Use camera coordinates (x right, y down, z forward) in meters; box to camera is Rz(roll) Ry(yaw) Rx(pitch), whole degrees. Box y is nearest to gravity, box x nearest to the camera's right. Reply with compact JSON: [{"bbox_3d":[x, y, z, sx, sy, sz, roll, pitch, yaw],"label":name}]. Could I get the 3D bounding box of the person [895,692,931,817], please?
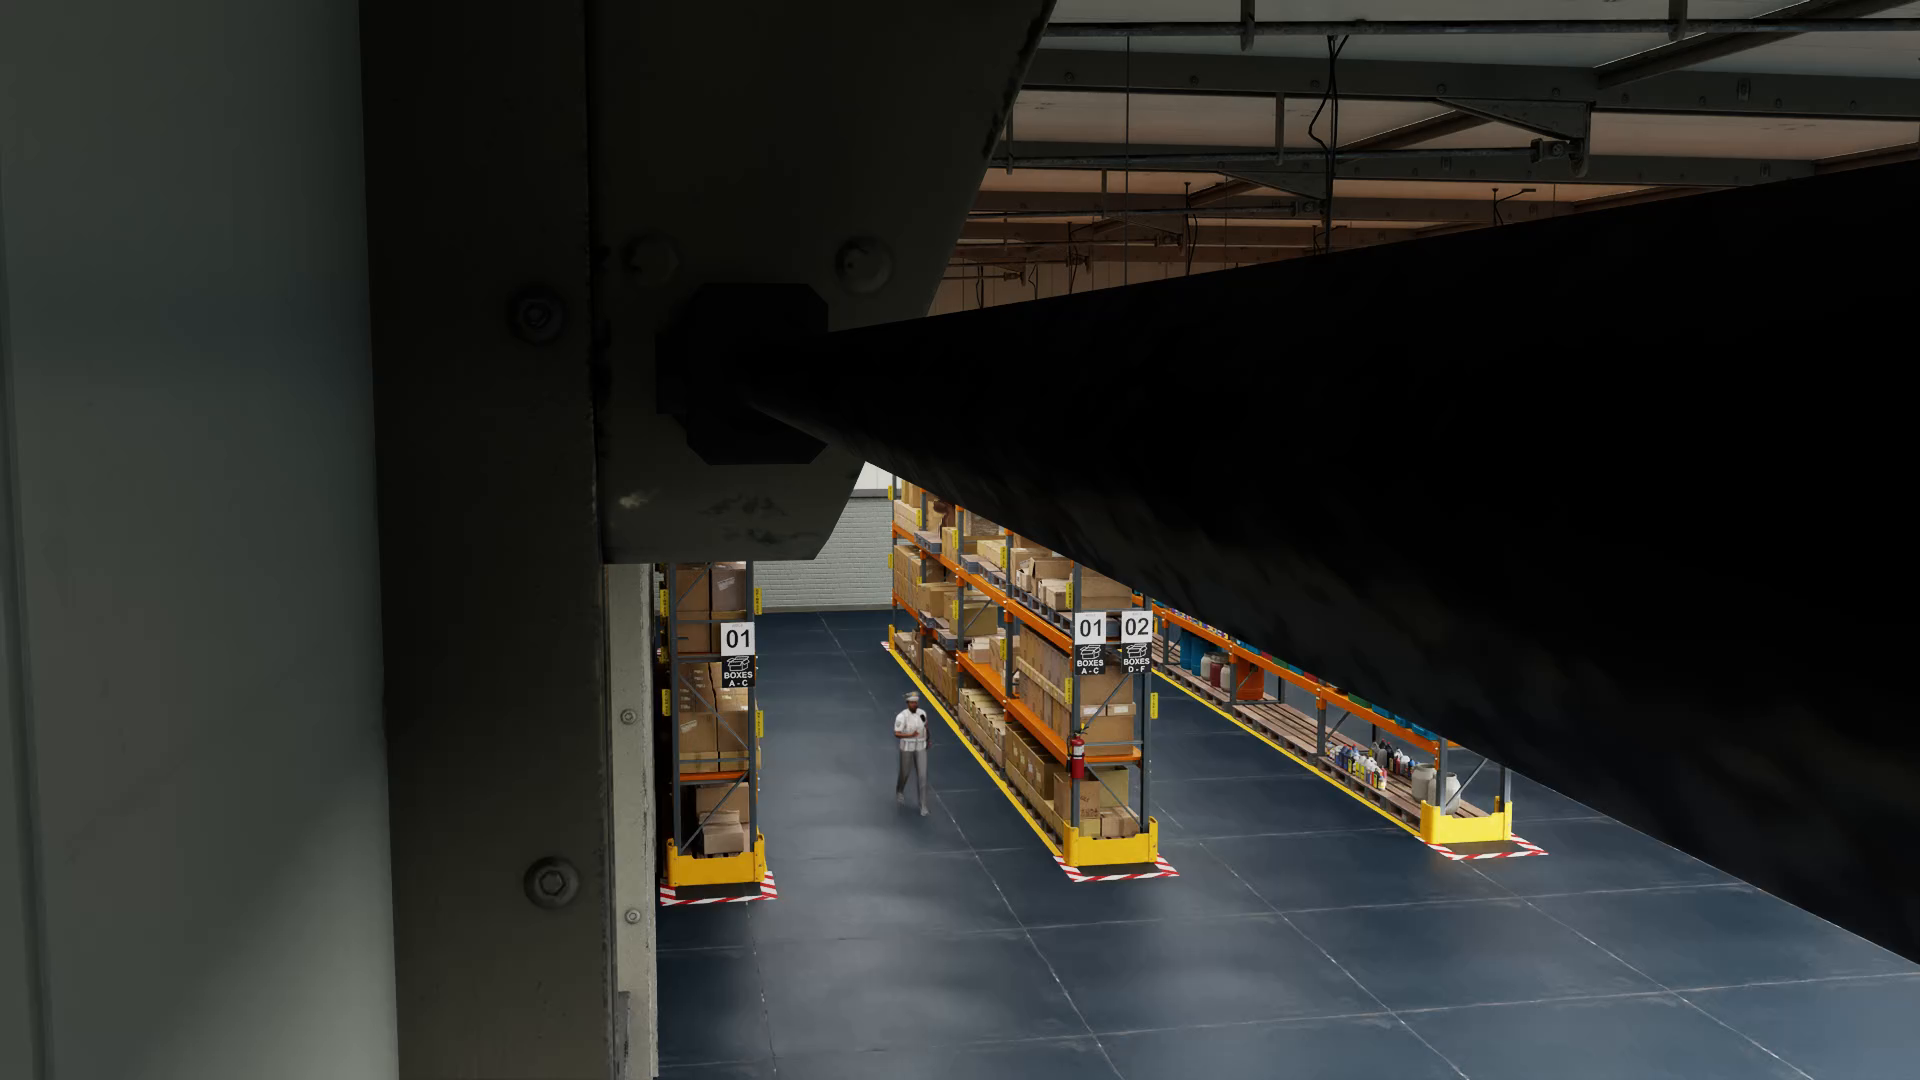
[{"bbox_3d":[-0.658,2.948,23.327,0.572,1.691,0.934,-2,7,-19],"label":"person"}]
